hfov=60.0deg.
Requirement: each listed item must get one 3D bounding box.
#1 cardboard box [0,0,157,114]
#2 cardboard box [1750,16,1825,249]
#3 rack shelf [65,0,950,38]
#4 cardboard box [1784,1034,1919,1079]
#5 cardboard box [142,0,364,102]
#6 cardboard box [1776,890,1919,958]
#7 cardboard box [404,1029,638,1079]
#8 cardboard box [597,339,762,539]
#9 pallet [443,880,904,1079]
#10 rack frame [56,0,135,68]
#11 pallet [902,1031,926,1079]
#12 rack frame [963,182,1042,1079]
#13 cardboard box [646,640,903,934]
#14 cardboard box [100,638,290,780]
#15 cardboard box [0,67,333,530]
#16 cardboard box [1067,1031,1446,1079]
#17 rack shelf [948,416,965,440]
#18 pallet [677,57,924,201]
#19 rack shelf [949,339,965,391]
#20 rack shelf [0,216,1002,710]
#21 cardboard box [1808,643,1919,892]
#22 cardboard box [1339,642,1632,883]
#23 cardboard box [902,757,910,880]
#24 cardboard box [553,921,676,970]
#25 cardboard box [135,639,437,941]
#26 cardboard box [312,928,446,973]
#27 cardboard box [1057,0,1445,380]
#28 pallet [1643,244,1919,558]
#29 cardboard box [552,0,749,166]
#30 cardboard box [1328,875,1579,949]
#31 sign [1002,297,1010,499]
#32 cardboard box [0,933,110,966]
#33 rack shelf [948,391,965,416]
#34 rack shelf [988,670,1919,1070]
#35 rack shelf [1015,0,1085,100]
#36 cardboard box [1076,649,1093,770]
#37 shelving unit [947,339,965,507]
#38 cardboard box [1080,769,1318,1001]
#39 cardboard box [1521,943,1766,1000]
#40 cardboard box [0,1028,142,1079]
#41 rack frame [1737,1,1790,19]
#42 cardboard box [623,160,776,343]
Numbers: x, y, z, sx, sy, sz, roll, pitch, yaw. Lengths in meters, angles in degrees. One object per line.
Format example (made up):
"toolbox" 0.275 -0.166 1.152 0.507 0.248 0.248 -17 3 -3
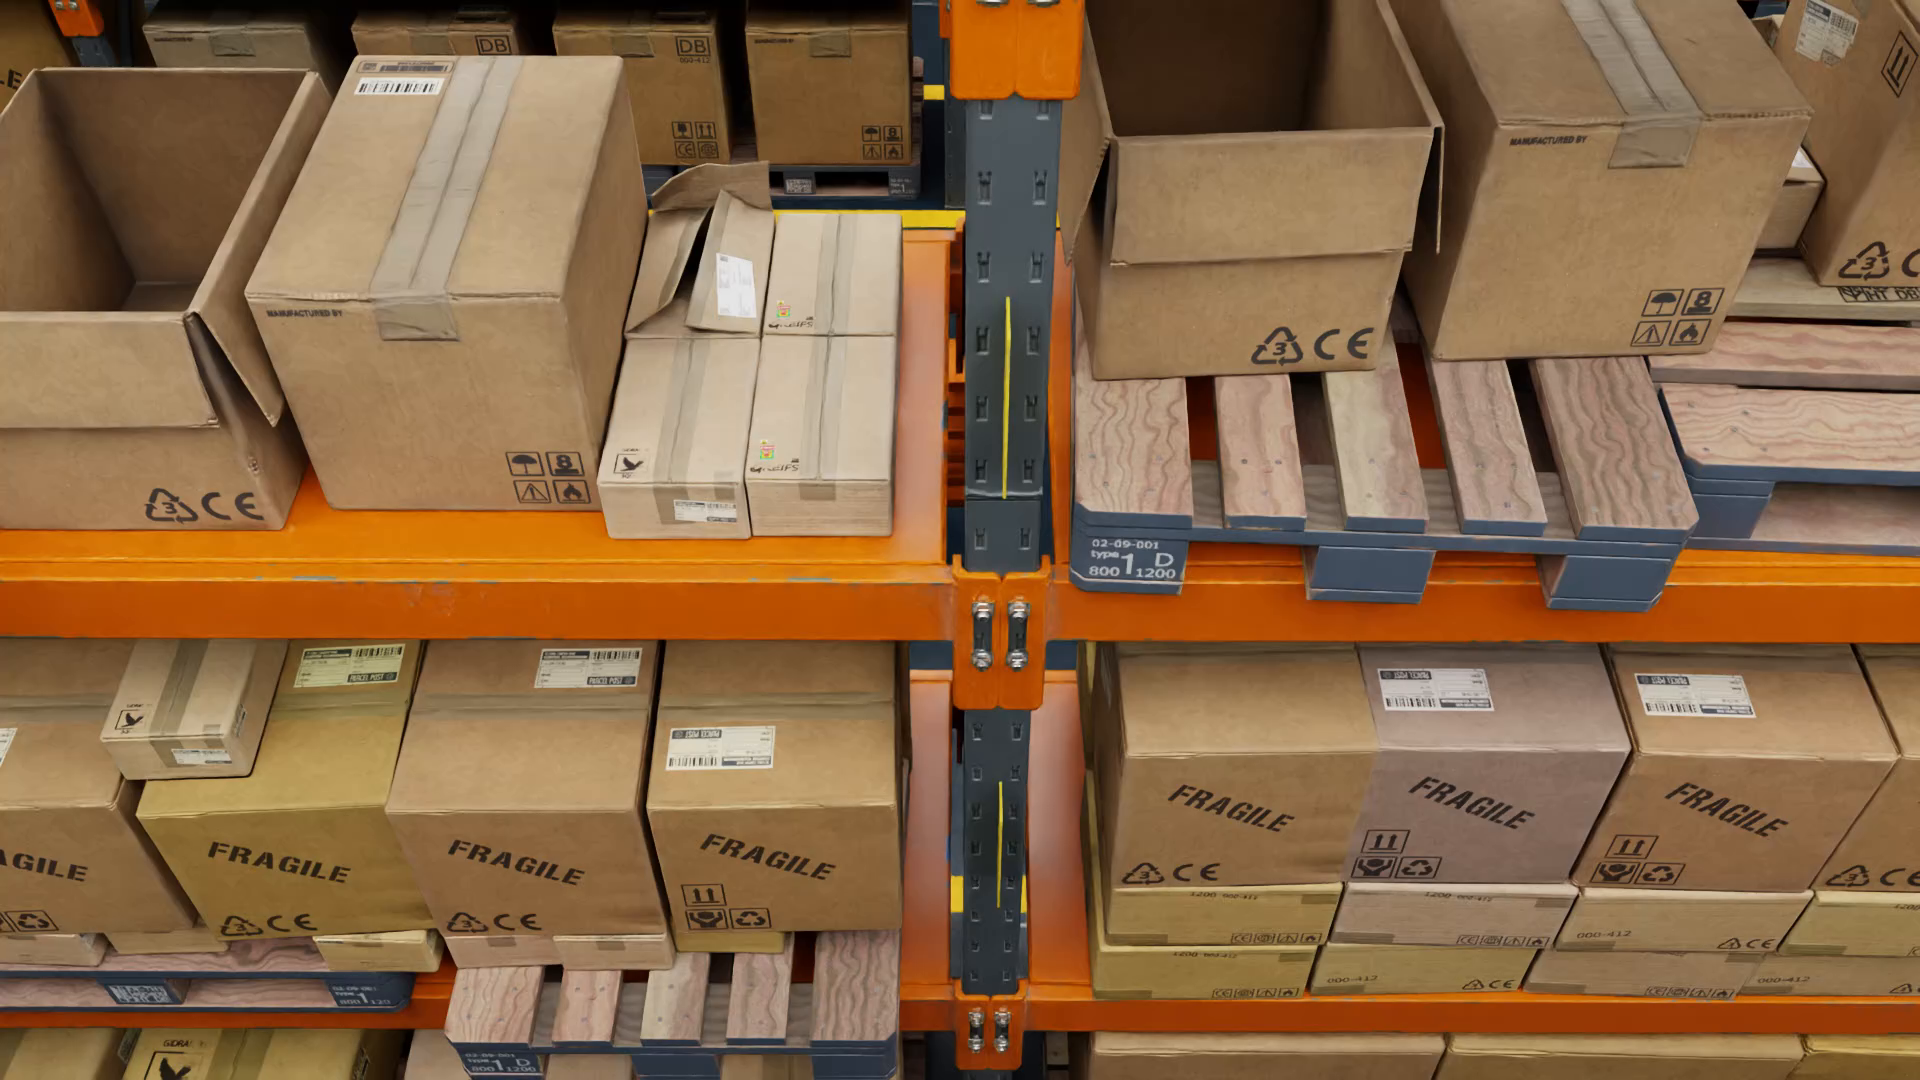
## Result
"cardboard box" -4.638 -2.515 8.206 0.875 0.875 0.875 1 47 1
"cardboard box" 1.452 -0.780 3.182 0.258 0.266 0.396 -1 47 -1
"rack shelf" -2.010 -2.792 7.791 4.000 0.370 1.077 0 47 0
"cardboard box" 2.549 1.244 4.708 0.875 0.875 0.875 1 47 1
"cardboard box" -3.389 -2.484 8.262 0.750 0.750 1.050 0 47 0
"cardboard box" 2.101 0.678 3.830 0.500 0.250 0.500 1 47 1
"cardboard box" -1.230 1.339 4.963 0.625 0.372 0.950 -1 47 -1
"cardboard box" -0.491 -0.187 2.997 0.250 0.149 0.380 0 47 0
"pallet" -0.640 0.733 4.149 1.003 0.211 1.213 0 47 0
"rack frame" -4.010 -3.043 7.533 0.127 3.000 1.000 0 47 0
"pallet" -0.708 1.539 5.174 1.213 0.211 1.003 0 47 0
"rack frame" 0.073 0.592 4.150 0.127 3.000 1.000 0 47 0
"cardboard box" -0.383 0.515 3.663 0.500 0.500 0.500 -1 47 -1
"cardboard box" -1.564 0.294 3.425 0.250 0.149 0.380 -2 47 -2
"cardboard box" -1.452 -0.449 2.999 0.637 0.503 0.797 0 47 0
"cardboard box" 0.763 1.235 4.716 0.875 0.875 0.875 0 47 0
"rack shelf" -0.014 -0.460 6.256 0.180 0.103 0.258 0 47 0
"pallet" -0.798 -2.139 8.597 1.213 0.211 1.003 0 47 0
"rack shelf" -0.014 -0.624 6.080 0.180 0.103 0.258 0 47 0
"rack shelf" -1.927 -0.191 3.320 4.000 0.370 1.077 0 47 0
"cardboard box" 2.083 0.408 3.569 0.500 0.500 0.500 1 47 1
"cardboard box" 1.061 0.392 3.585 0.500 0.500 0.500 0 47 0
"cardboard box" -0.256 0.706 3.929 0.250 0.149 0.380 2 47 2
"cardboard box" -0.776 0.790 3.850 0.250 0.149 0.380 0 47 0
"cardboard box" -1.404 0.522 3.657 0.500 0.500 0.500 -3 47 -3
"cardboard box" -1.303 0.793 3.848 0.250 0.149 0.380 1 47 1
"cardboard box" 0.451 -0.718 2.962 0.637 0.503 0.797 -2 47 -2
"pallet" 1.835 -0.402 3.155 1.213 0.211 1.003 2 47 2
"cardboard box" -1.492 -2.476 8.255 0.750 0.750 1.050 1 47 1
"cardboard box" 1.096 0.657 3.850 0.500 0.250 0.500 1 47 1
"sign" 0.069 -0.209 2.493 0.005 0.325 0.100 0 47 0
"cardboard box" -2.072 0.780 3.859 0.250 0.149 0.380 2 47 2
"rack shelf" -0.014 -0.542 6.168 0.180 0.103 0.258 0 47 0
"rack shelf" 2.073 0.842 4.408 4.000 0.370 1.077 0 47 0
"rack shelf" 2.073 -1.065 2.359 4.000 0.370 1.077 0 47 0
"cardboard box" 0.580 0.454 4.381 0.500 0.250 0.500 -1 47 -1
"shelving unit" -0.014 -0.409 6.311 0.189 1.200 0.258 0 47 0
"cardboard box" 0.561 0.828 4.032 0.500 0.250 0.500 -1 47 -1
"cardboard box" 1.600 0.822 4.038 0.500 0.250 0.500 2 47 1
"cardboard box" -2.684 1.332 4.969 0.625 0.372 0.950 3 47 3
"rack frame" 3.990 -3.021 7.513 0.127 3.000 1.000 0 47 0
"cardboard box" -0.497 -0.511 3.219 0.258 0.266 0.396 0 47 0
